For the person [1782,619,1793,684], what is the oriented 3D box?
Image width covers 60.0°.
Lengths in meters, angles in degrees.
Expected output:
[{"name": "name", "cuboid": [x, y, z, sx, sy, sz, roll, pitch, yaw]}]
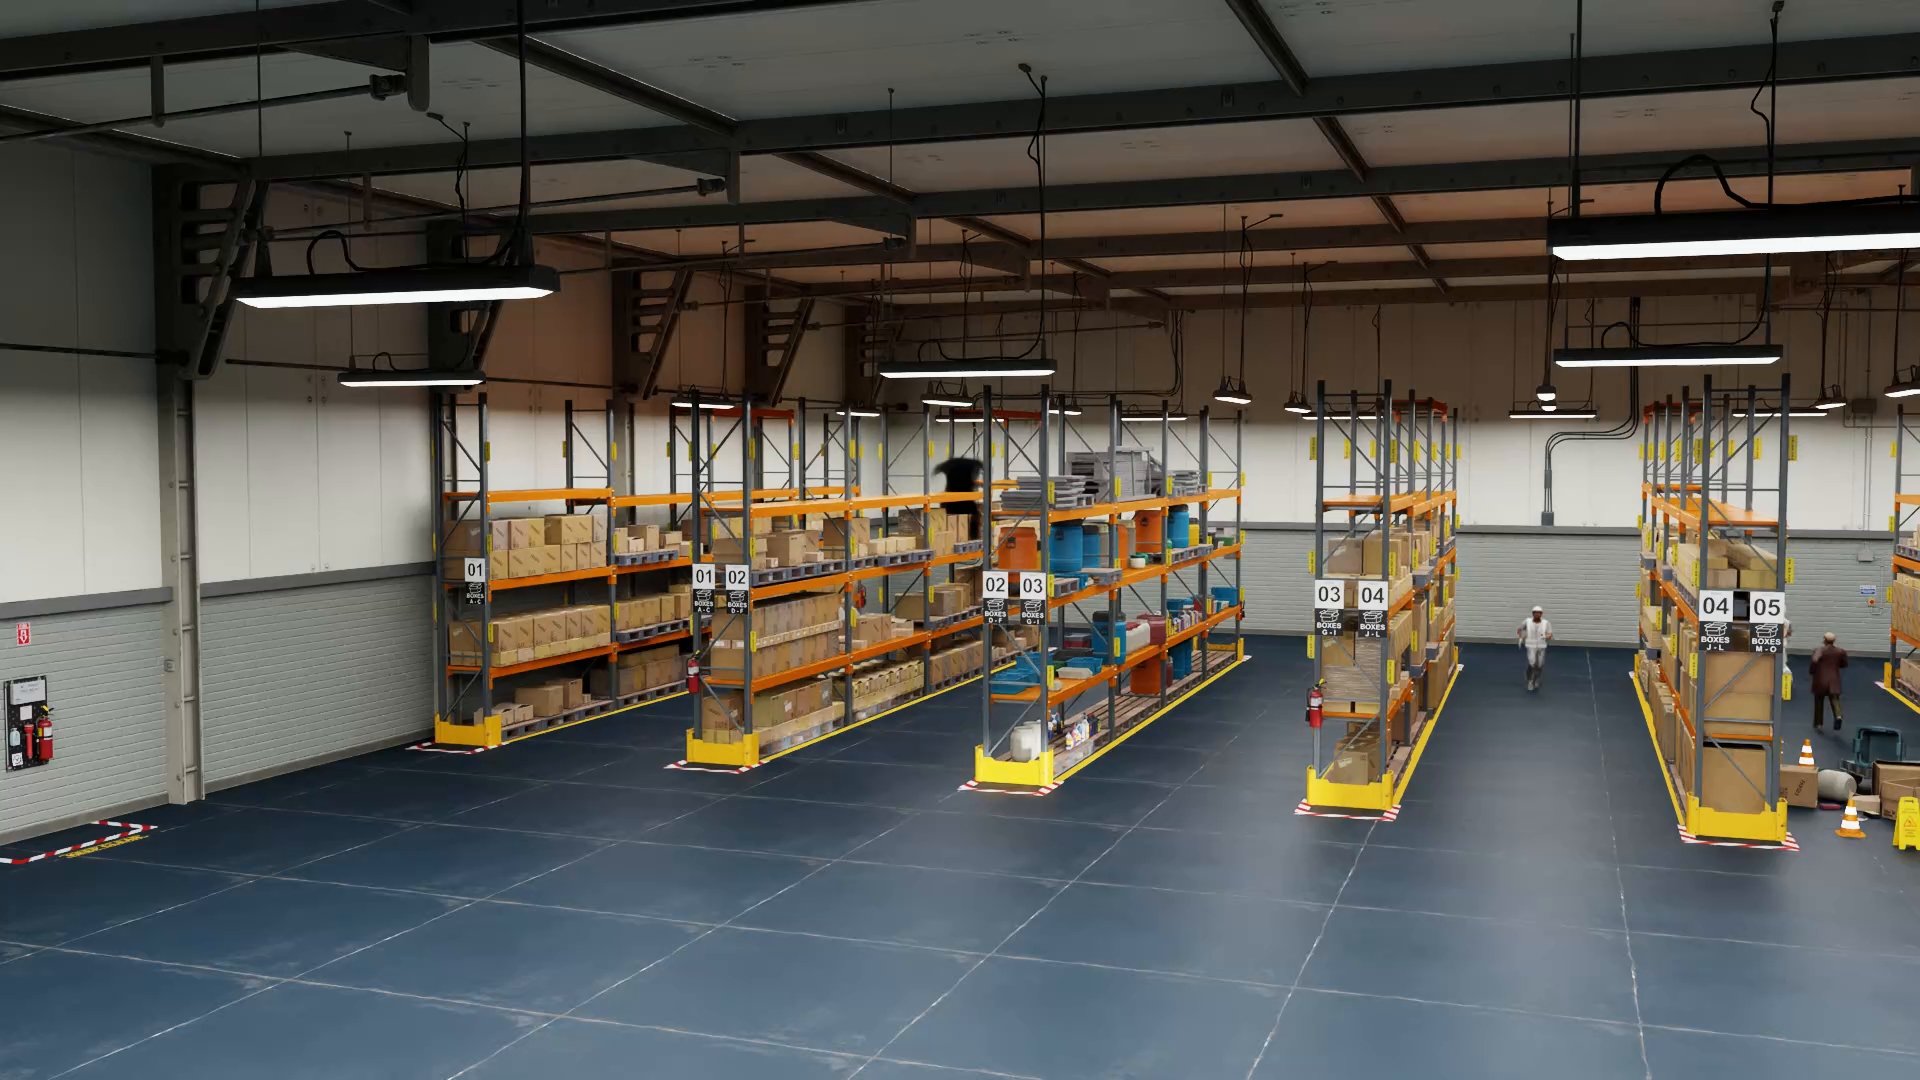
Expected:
[{"name": "person", "cuboid": [17.036, 2.242, 34.682, 0.655, 1.765, 1.000, 0, 3, 1]}]

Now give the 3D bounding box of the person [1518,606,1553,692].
[{"name": "person", "cuboid": [11.988, 2.271, 34.617, 0.654, 1.792, 0.715, 0, 3, 7]}]

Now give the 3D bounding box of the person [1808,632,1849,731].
[{"name": "person", "cuboid": [15.461, 2.515, 29.615, 0.688, 1.752, 1.063, 1, 3, 13]}]

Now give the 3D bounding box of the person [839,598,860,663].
[{"name": "person", "cuboid": [-2.655, 2.137, 39.184, 0.610, 1.559, 0.824, 0, 3, 6]}]
